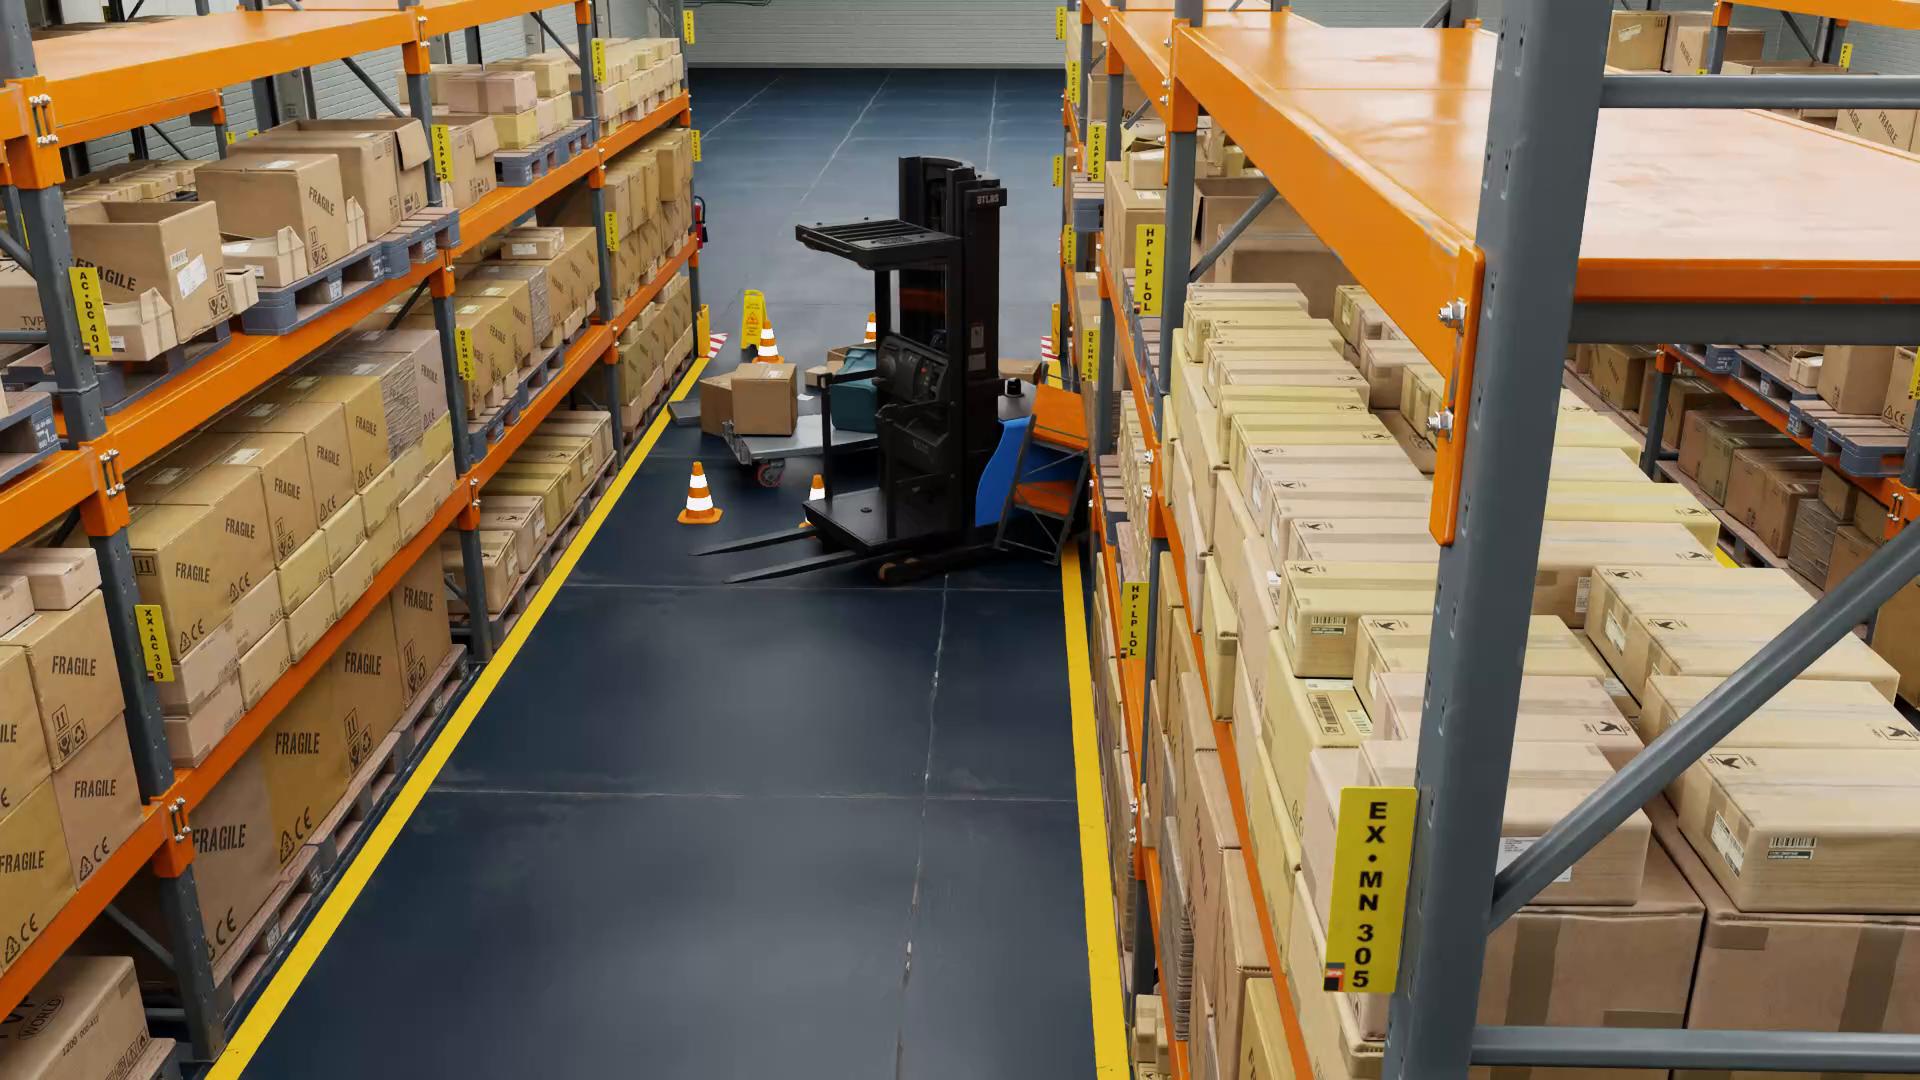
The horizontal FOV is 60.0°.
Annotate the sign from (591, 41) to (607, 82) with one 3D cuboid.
[{"bbox_3d":[-2.919,-3.869,13.449,0.100,0.325,0.005,1,21,2],"label":"sign"}]

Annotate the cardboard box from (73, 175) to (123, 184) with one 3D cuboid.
[{"bbox_3d":[-8.578,-3.544,16.571,0.380,0.149,0.250,1,21,3],"label":"cardboard box"}]

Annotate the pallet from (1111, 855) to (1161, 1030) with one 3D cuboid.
[{"bbox_3d":[1.256,1.878,7.897,1.003,0.211,1.213,1,21,2],"label":"pallet"}]

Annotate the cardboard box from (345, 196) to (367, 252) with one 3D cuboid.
[{"bbox_3d":[-3.287,-1.635,8.553,0.396,0.266,0.258,0,21,0],"label":"cardboard box"}]

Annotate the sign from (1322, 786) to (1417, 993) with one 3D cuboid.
[{"bbox_3d":[0.558,0.481,2.272,0.100,0.325,0.005,1,21,2],"label":"sign"}]

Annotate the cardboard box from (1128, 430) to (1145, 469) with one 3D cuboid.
[{"bbox_3d":[1.122,-0.496,9.106,0.380,0.149,0.250,0,21,-1],"label":"cardboard box"}]

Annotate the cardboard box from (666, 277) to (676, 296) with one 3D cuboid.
[{"bbox_3d":[-3.070,-2.546,16.732,0.380,0.149,0.250,1,21,3],"label":"cardboard box"}]

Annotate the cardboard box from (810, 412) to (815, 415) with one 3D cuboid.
[{"bbox_3d":[-1.303,-1.047,15.361,0.258,0.266,0.396,-16,26,-35],"label":"cardboard box"}]

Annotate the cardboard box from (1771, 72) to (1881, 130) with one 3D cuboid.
[{"bbox_3d":[6.291,-3.075,11.937,0.797,0.503,0.637,1,21,4],"label":"cardboard box"}]

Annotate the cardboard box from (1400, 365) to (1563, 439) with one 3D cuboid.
[{"bbox_3d":[1.474,-0.395,4.718,0.380,0.149,0.250,0,21,-1],"label":"cardboard box"}]

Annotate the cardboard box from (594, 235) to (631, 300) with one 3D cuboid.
[{"bbox_3d":[-3.182,-2.392,14.499,0.500,0.500,0.500,1,21,1],"label":"cardboard box"}]

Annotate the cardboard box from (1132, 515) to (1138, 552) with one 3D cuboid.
[{"bbox_3d":[1.102,-0.027,8.717,0.380,0.149,0.250,1,21,2],"label":"cardboard box"}]

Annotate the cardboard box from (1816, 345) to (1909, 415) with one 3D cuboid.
[{"bbox_3d":[6.204,-1.137,11.093,0.700,0.500,0.500,4,22,10],"label":"cardboard box"}]

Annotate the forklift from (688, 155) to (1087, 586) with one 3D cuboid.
[{"bbox_3d":[-0.532,-1.248,12.193,3.031,2.935,1.130,-13,25,-29],"label":"forklift"}]

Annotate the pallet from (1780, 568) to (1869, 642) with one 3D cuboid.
[{"bbox_3d":[6.335,0.522,11.392,1.003,0.211,1.213,1,21,2],"label":"pallet"}]

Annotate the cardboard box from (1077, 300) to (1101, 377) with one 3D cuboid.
[{"bbox_3d":[1.160,-1.529,12.685,0.500,0.500,0.500,1,21,1],"label":"cardboard box"}]

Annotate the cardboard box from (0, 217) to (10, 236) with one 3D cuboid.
[{"bbox_3d":[-8.129,-2.704,14.405,0.380,0.149,0.250,1,21,3],"label":"cardboard box"}]

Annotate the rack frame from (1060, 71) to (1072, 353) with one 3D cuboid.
[{"bbox_3d":[1.599,-3.479,17.850,1.000,3.000,0.127,1,21,2],"label":"rack frame"}]

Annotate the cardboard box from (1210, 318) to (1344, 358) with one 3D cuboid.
[{"bbox_3d":[0.990,-0.596,5.237,0.380,0.149,0.250,0,21,1],"label":"cardboard box"}]

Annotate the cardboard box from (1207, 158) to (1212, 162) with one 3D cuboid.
[{"bbox_3d":[1.526,-2.230,10.110,0.380,0.149,0.250,0,21,0],"label":"cardboard box"}]

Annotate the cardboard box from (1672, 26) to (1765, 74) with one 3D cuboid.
[{"bbox_3d":[6.191,-3.924,13.609,0.500,0.500,0.500,0,21,0],"label":"cardboard box"}]

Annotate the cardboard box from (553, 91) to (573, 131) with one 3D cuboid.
[{"bbox_3d":[-3.347,-3.363,13.028,0.500,0.250,0.500,0,21,1],"label":"cardboard box"}]

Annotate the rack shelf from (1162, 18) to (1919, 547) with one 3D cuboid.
[{"bbox_3d":[1.173,-0.877,3.849,1.077,0.370,4.000,1,21,2],"label":"rack shelf"}]

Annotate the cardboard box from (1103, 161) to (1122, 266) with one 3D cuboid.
[{"bbox_3d":[1.072,-1.828,9.309,0.500,0.500,0.500,1,21,2],"label":"cardboard box"}]

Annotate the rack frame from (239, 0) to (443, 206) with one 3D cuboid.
[{"bbox_3d":[-3.595,-3.402,9.356,1.000,3.000,0.127,1,21,2],"label":"rack frame"}]

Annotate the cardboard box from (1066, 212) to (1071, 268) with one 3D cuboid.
[{"bbox_3d":[1.495,-3.014,16.444,0.875,0.550,0.550,1,21,2],"label":"cardboard box"}]

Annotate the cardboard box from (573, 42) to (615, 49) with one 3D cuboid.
[{"bbox_3d":[-3.628,-4.843,16.462,0.380,0.149,0.250,1,21,2],"label":"cardboard box"}]

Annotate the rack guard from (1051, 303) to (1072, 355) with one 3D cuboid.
[{"bbox_3d":[1.600,-2.323,18.324,1.175,0.500,0.348,1,21,2],"label":"rack guard"}]

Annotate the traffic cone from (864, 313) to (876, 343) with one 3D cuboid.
[{"bbox_3d":[-0.956,-2.256,18.203,0.336,0.463,0.334,1,21,2],"label":"traffic cone"}]

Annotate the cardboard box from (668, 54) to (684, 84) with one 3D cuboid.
[{"bbox_3d":[-3.098,-4.777,16.842,0.500,0.250,0.500,0,21,1],"label":"cardboard box"}]

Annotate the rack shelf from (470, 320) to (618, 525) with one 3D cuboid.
[{"bbox_3d":[-3.534,-0.993,12.435,1.077,0.370,4.000,1,21,2],"label":"rack shelf"}]

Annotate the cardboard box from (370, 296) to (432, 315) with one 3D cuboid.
[{"bbox_3d":[-3.854,-1.340,11.207,0.500,0.500,0.500,0,21,1],"label":"cardboard box"}]

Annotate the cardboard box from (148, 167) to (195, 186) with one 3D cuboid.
[{"bbox_3d":[-8.071,-3.722,17.029,0.380,0.149,0.250,1,21,3],"label":"cardboard box"}]

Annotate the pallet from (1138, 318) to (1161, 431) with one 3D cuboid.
[{"bbox_3d":[1.359,-0.674,6.731,1.213,0.211,1.003,1,21,2],"label":"pallet"}]

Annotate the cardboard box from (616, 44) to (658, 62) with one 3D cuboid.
[{"bbox_3d":[-3.162,-4.748,16.218,0.380,0.149,0.250,1,21,2],"label":"cardboard box"}]

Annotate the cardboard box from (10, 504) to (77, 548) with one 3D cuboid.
[{"bbox_3d":[-3.954,0.164,6.938,0.500,0.500,0.500,1,21,3],"label":"cardboard box"}]

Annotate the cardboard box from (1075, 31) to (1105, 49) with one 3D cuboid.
[{"bbox_3d":[1.194,-4.337,14.439,0.380,0.149,0.250,1,21,3],"label":"cardboard box"}]

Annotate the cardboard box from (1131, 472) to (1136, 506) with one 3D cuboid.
[{"bbox_3d":[1.113,-0.256,8.897,0.380,0.149,0.250,1,21,2],"label":"cardboard box"}]

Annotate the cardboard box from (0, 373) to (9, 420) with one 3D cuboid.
[{"bbox_3d":[-3.416,-0.502,5.497,0.396,0.266,0.258,1,21,3],"label":"cardboard box"}]

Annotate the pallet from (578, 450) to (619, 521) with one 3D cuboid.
[{"bbox_3d":[-3.496,-0.470,13.947,1.003,0.211,1.213,1,21,2],"label":"pallet"}]

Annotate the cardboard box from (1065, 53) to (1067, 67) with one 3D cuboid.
[{"bbox_3d":[1.268,-4.883,16.948,0.380,0.149,0.250,1,21,2],"label":"cardboard box"}]

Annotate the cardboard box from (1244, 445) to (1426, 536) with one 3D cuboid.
[{"bbox_3d":[0.898,-0.121,4.013,0.380,0.149,0.250,0,21,0],"label":"cardboard box"}]

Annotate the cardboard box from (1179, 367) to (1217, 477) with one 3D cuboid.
[{"bbox_3d":[0.960,-0.351,5.155,0.500,0.250,0.500,1,21,1],"label":"cardboard box"}]

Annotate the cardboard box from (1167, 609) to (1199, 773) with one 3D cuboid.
[{"bbox_3d":[0.976,0.556,5.518,0.500,0.500,0.500,0,21,0],"label":"cardboard box"}]

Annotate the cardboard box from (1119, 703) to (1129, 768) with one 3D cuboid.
[{"bbox_3d":[1.033,1.022,8.088,0.500,0.250,0.500,2,21,4],"label":"cardboard box"}]

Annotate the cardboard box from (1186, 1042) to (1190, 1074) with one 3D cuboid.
[{"bbox_3d":[0.907,1.552,5.230,0.380,0.149,0.250,2,21,4],"label":"cardboard box"}]

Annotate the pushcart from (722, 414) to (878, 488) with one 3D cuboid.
[{"bbox_3d":[-1.193,-0.822,14.625,1.648,0.377,0.936,-7,22,-17],"label":"pushcart"}]

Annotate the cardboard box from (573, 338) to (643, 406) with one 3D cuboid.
[{"bbox_3d":[-3.186,-1.525,14.996,0.500,0.500,0.500,2,21,4],"label":"cardboard box"}]

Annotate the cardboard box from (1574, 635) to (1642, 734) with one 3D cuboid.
[{"bbox_3d":[1.400,0.400,3.222,0.500,0.250,0.500,0,21,1],"label":"cardboard box"}]

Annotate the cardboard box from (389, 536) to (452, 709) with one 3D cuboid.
[{"bbox_3d":[-3.699,0.439,10.108,0.875,0.875,0.875,0,21,1],"label":"cardboard box"}]

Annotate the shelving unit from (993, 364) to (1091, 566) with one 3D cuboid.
[{"bbox_3d":[0.692,-0.586,12.661,0.538,1.125,1.048,16,28,1],"label":"shelving unit"}]

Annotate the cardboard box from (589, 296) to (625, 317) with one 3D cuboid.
[{"bbox_3d":[-3.143,-2.044,14.498,0.380,0.149,0.250,1,21,1],"label":"cardboard box"}]

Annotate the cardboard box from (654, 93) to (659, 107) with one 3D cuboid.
[{"bbox_3d":[-3.135,-4.279,16.111,0.380,0.149,0.250,0,21,1],"label":"cardboard box"}]

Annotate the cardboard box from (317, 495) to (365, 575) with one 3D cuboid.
[{"bbox_3d":[-3.379,-0.032,8.480,0.500,0.250,0.500,0,21,0],"label":"cardboard box"}]

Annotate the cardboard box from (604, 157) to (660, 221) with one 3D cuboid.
[{"bbox_3d":[-3.164,-3.225,15.262,0.700,0.500,0.500,0,21,0],"label":"cardboard box"}]

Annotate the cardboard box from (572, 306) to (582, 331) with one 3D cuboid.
[{"bbox_3d":[-3.211,-1.752,13.164,0.380,0.149,0.250,0,21,1],"label":"cardboard box"}]
